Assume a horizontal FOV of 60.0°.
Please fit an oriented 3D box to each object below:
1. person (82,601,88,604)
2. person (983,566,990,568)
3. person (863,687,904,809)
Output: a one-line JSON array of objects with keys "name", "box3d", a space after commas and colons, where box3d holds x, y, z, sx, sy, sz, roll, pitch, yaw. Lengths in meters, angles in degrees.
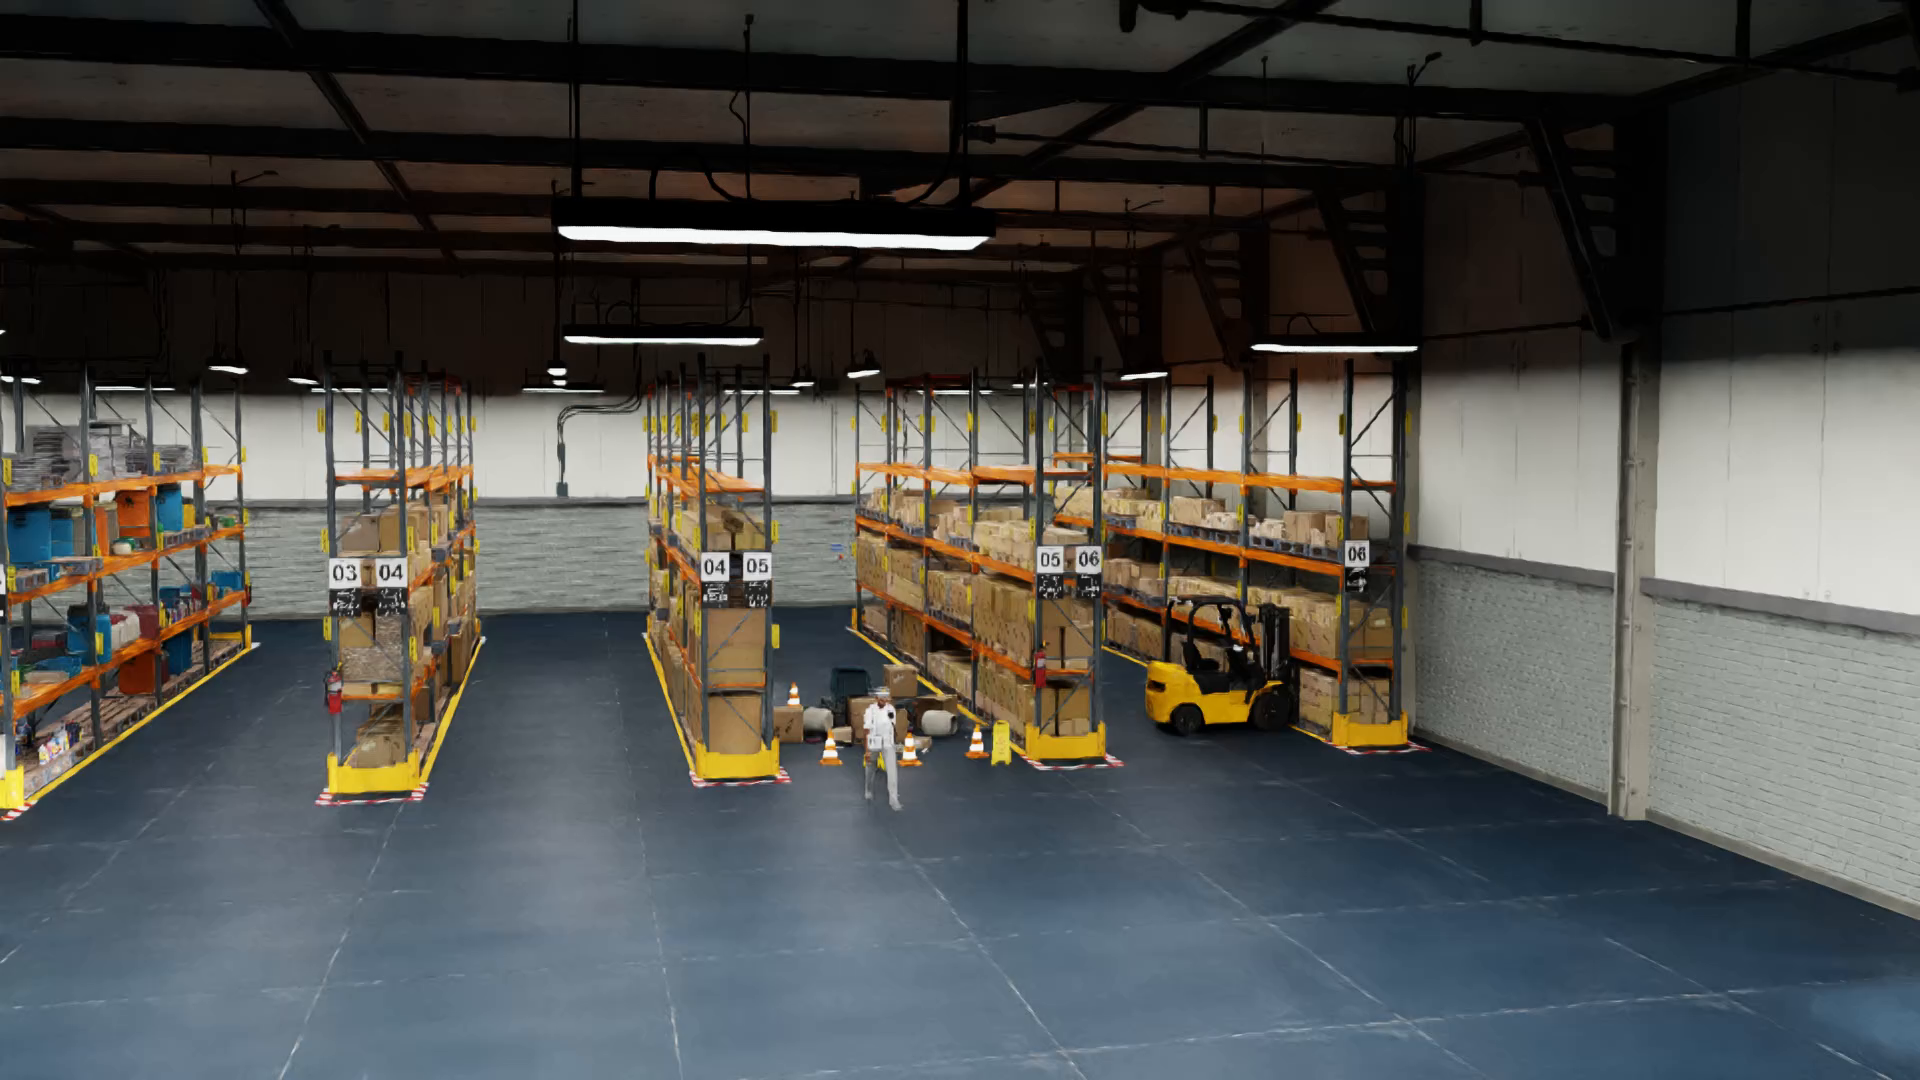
[{"name": "person", "box3d": [-16.766, 1.974, 32.016, 0.598, 1.619, 0.507, -1, 4, -14]}, {"name": "person", "box3d": [0.739, 1.411, 39.813, 0.471, 1.693, 0.505, 0, 4, -2]}, {"name": "person", "box3d": [-1.040, 2.679, 21.698, 0.455, 1.587, 1.088, -1, 4, -15]}]
